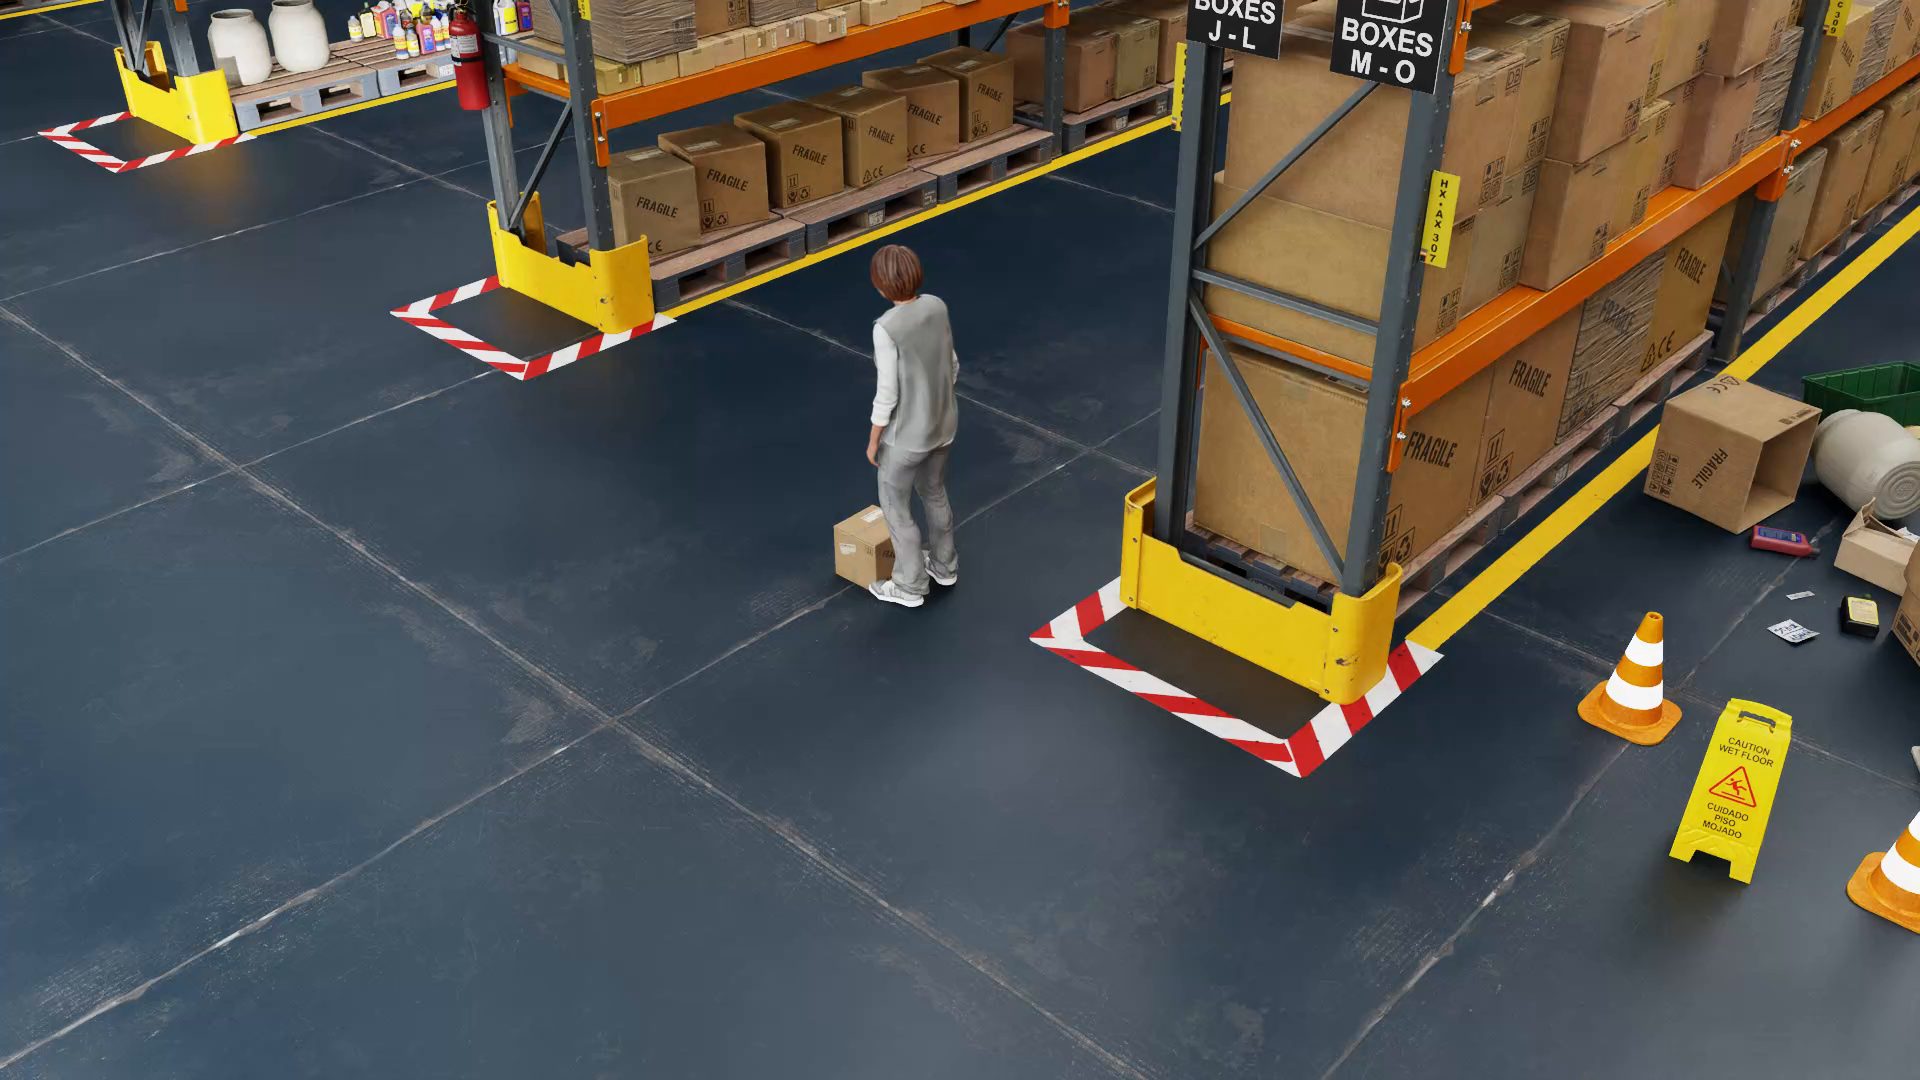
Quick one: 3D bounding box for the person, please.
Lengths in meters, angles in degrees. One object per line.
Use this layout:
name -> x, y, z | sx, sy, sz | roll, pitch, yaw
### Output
person -> -0.194, -0.453, 6.876 | 0.345, 1.593, 0.464 | 25, 40, 35
